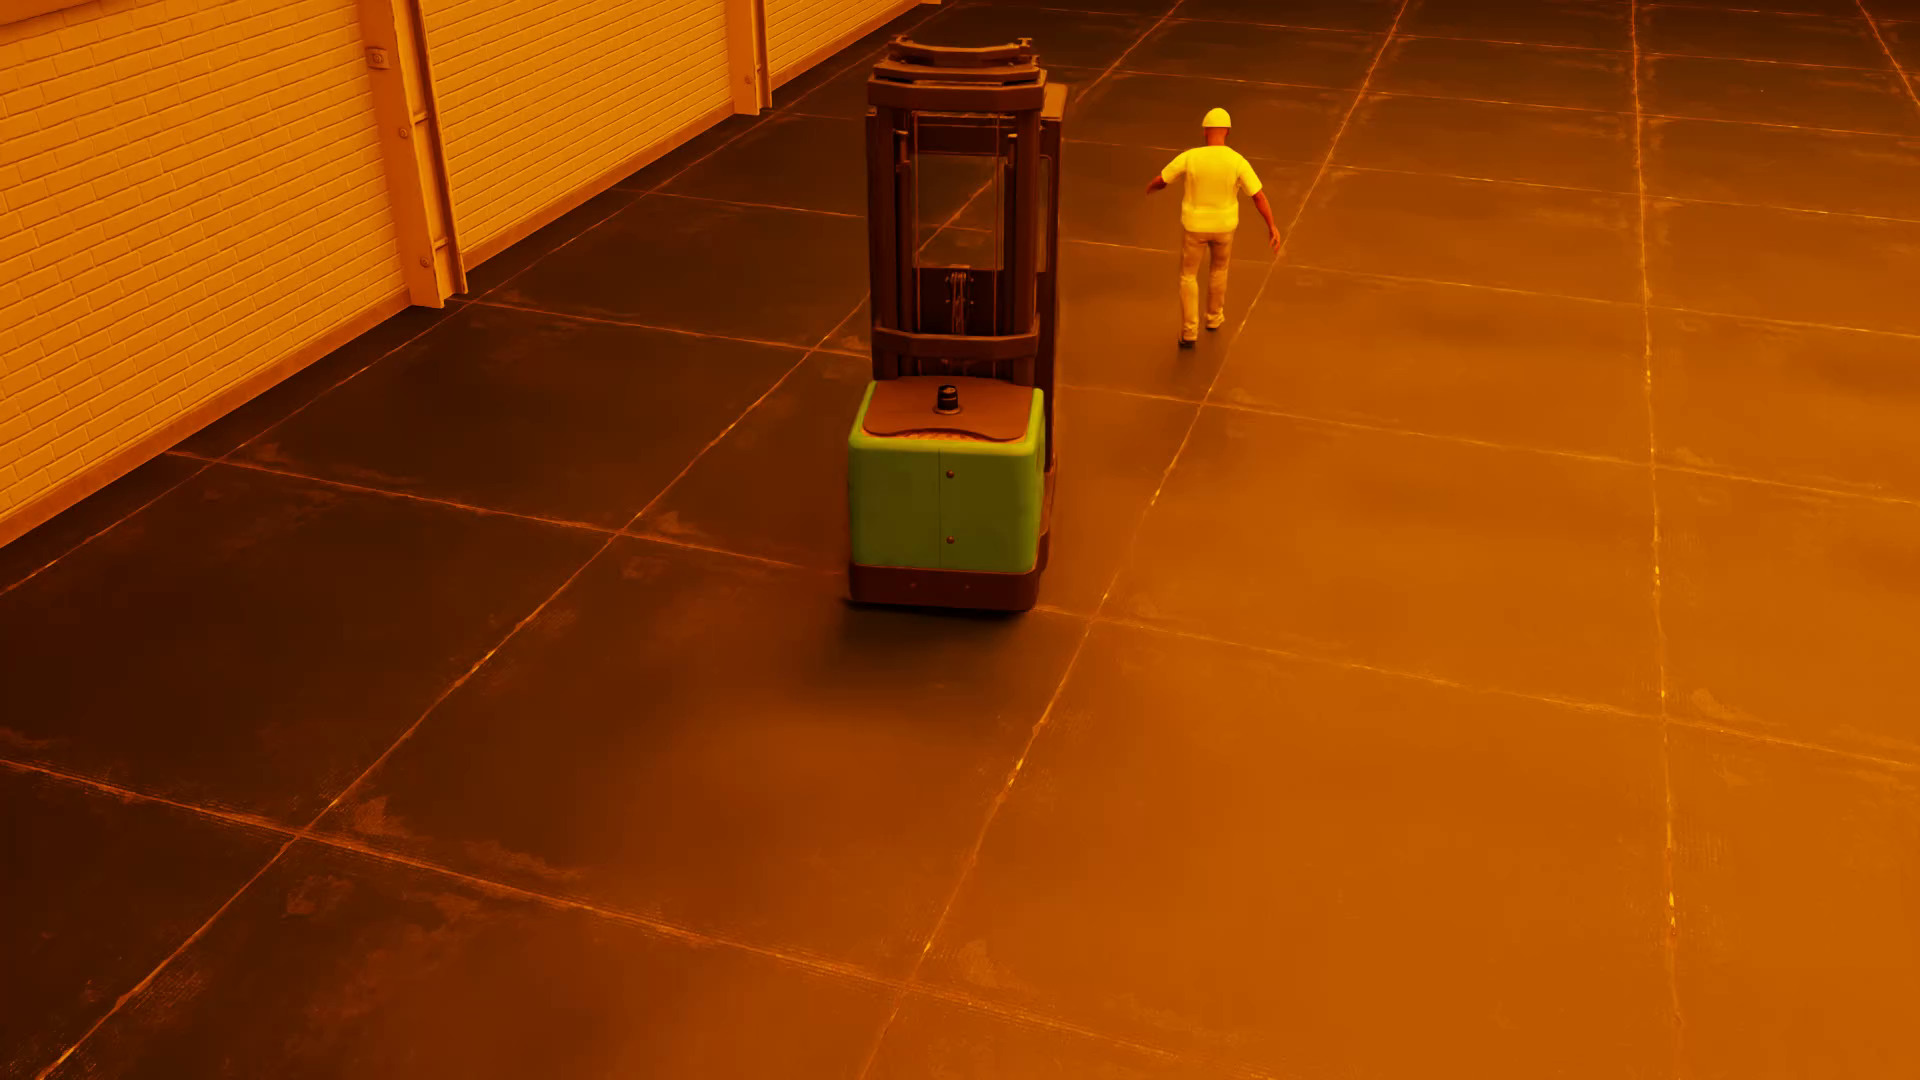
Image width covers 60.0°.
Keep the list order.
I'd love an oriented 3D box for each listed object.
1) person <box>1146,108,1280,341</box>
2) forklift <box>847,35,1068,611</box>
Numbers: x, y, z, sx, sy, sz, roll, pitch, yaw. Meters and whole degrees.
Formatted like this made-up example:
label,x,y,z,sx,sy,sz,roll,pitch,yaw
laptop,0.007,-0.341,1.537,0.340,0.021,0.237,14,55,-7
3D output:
label,x,y,z,sx,sy,sz,roll,pitch,yaw
person,1.898,-2.387,12.532,1.009,1.745,0.760,3,30,5
forklift,0.046,-1.582,9.912,1.130,2.935,3.031,3,30,5
